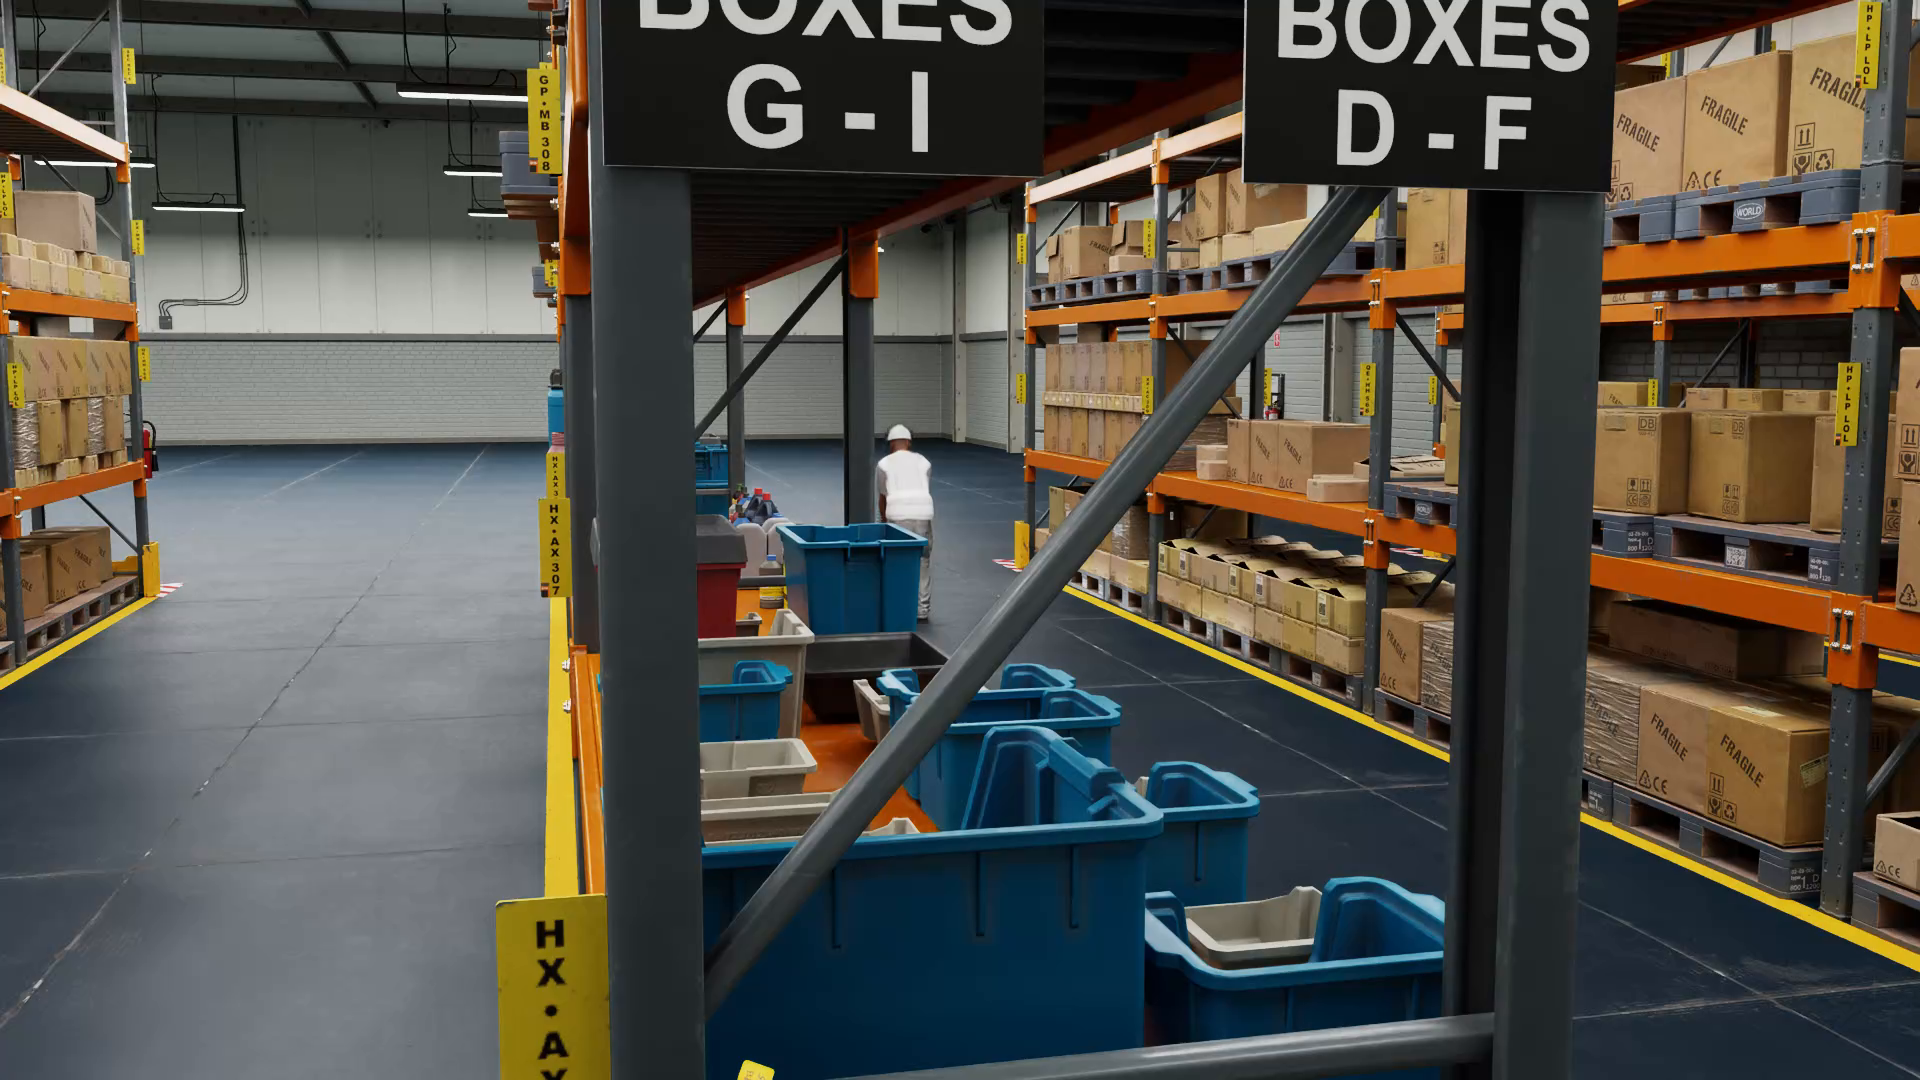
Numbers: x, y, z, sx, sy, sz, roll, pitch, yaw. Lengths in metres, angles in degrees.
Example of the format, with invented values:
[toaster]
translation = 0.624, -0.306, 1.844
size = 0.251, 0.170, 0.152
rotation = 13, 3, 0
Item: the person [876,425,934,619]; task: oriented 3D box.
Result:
[person]
translation = -0.494, -0.160, 14.703
size = 0.482, 1.700, 0.645
rotation = -2, 6, -15
